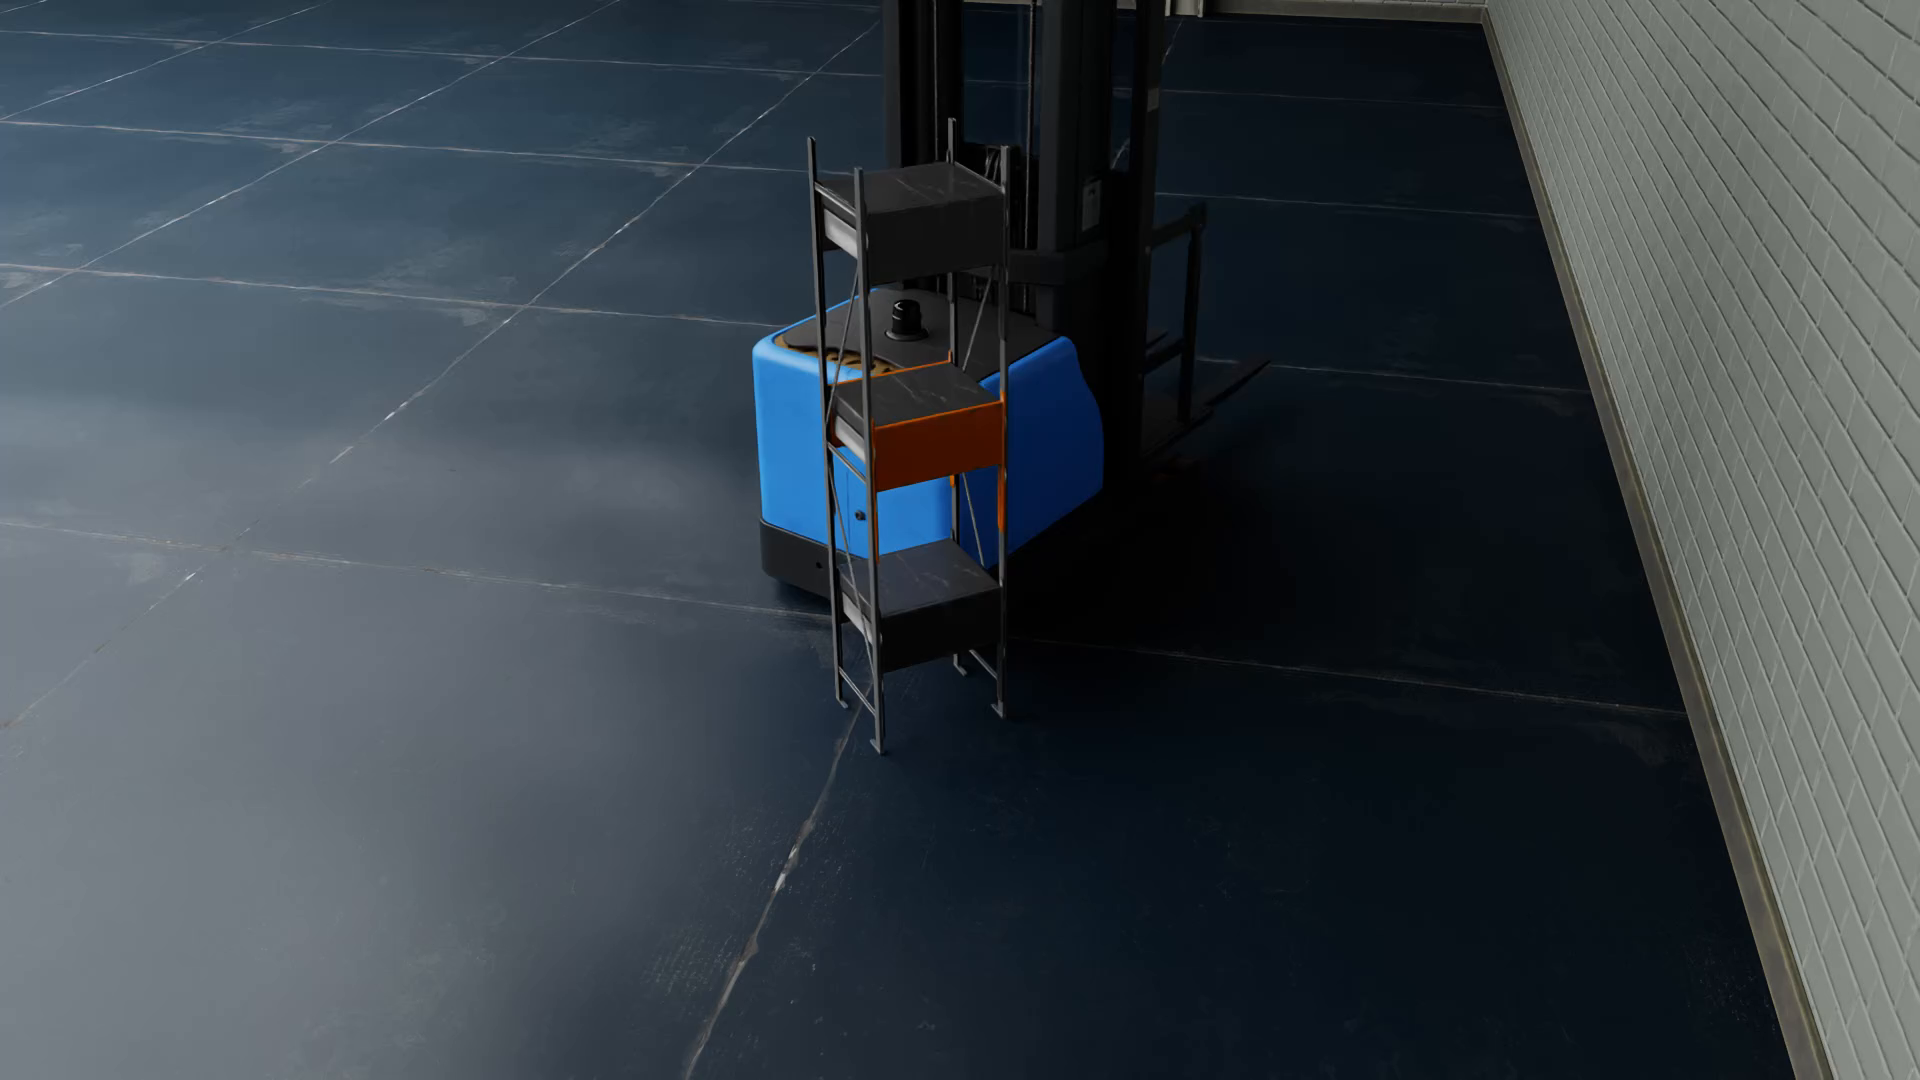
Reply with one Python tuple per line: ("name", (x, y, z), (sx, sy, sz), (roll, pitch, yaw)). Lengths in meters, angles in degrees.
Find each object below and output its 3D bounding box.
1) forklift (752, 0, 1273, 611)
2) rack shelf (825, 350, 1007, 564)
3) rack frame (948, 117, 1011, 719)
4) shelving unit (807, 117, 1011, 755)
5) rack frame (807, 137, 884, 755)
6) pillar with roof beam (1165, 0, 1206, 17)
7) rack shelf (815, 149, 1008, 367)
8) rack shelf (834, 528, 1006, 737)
("forklift", (0.450, -1.545, 7.019), (1.130, 2.935, 3.031), (19, 34, 31))
("rack shelf", (-0.153, -0.290, 5.617), (0.480, 0.518, 0.431), (-14, 32, -23))
("rack frame", (0.065, -0.356, 5.705), (0.015, 2.100, 0.400), (-14, 32, -23))
("shelving unit", (-0.153, -0.302, 5.610), (0.503, 2.100, 0.431), (-14, 32, -23))
("rack frame", (-0.371, -0.247, 5.515), (0.015, 2.100, 0.400), (-14, 32, -23))
("pillar with roof beam", (1.430, -7.372, 11.346), (0.400, 9.000, 9.100), (6, 29, 11))
("rack shelf", (-0.158, -0.902, 5.279), (0.480, 0.518, 0.431), (-14, 32, -23))
("rack shelf", (-0.149, 0.323, 5.955), (0.480, 0.518, 0.431), (-14, 32, -23))
